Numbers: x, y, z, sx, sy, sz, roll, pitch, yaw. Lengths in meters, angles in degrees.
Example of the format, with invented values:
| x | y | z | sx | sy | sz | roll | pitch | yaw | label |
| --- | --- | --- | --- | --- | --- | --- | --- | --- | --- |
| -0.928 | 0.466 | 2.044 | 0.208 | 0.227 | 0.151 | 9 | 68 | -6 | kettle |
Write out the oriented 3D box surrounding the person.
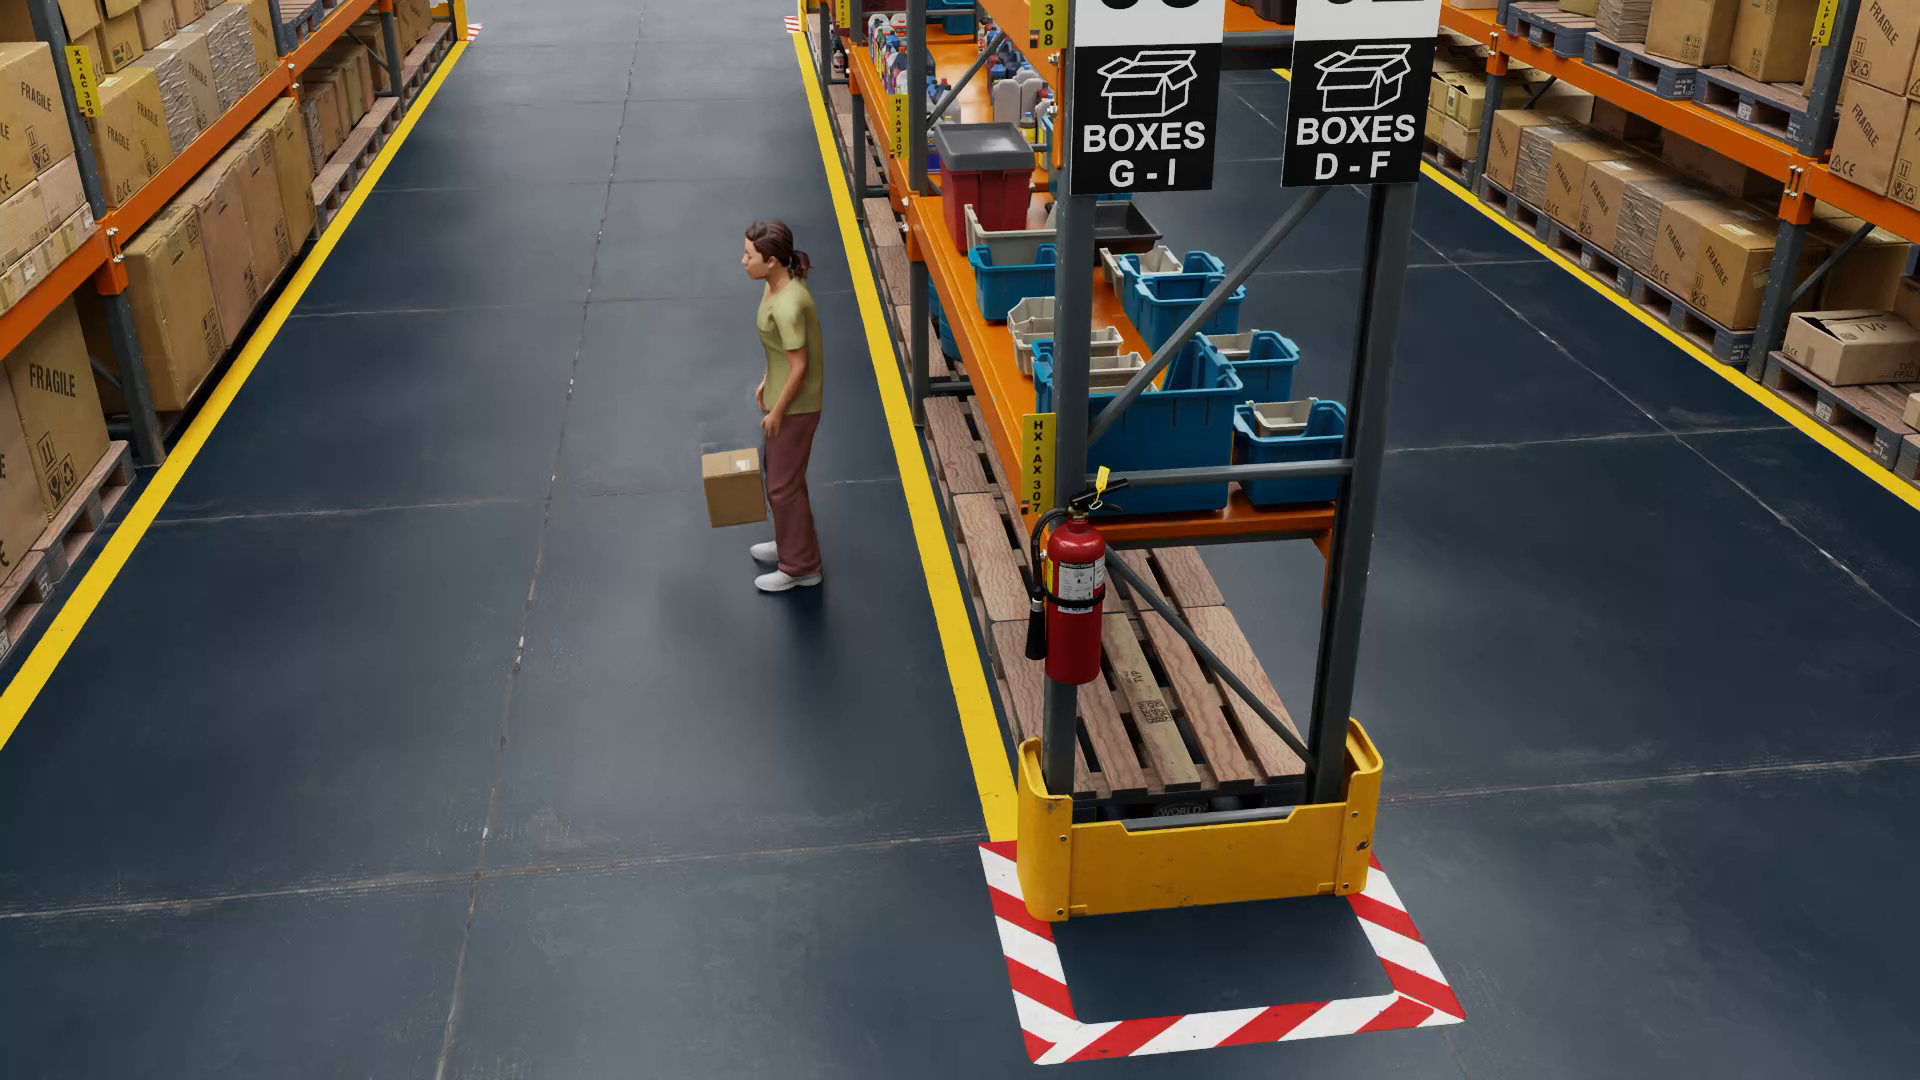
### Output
| x | y | z | sx | sy | sz | roll | pitch | yaw | label |
| --- | --- | --- | --- | --- | --- | --- | --- | --- | --- |
| -0.769 | -0.585 | 7.253 | 0.359 | 1.675 | 0.483 | -4 | 28 | -8 | person |
